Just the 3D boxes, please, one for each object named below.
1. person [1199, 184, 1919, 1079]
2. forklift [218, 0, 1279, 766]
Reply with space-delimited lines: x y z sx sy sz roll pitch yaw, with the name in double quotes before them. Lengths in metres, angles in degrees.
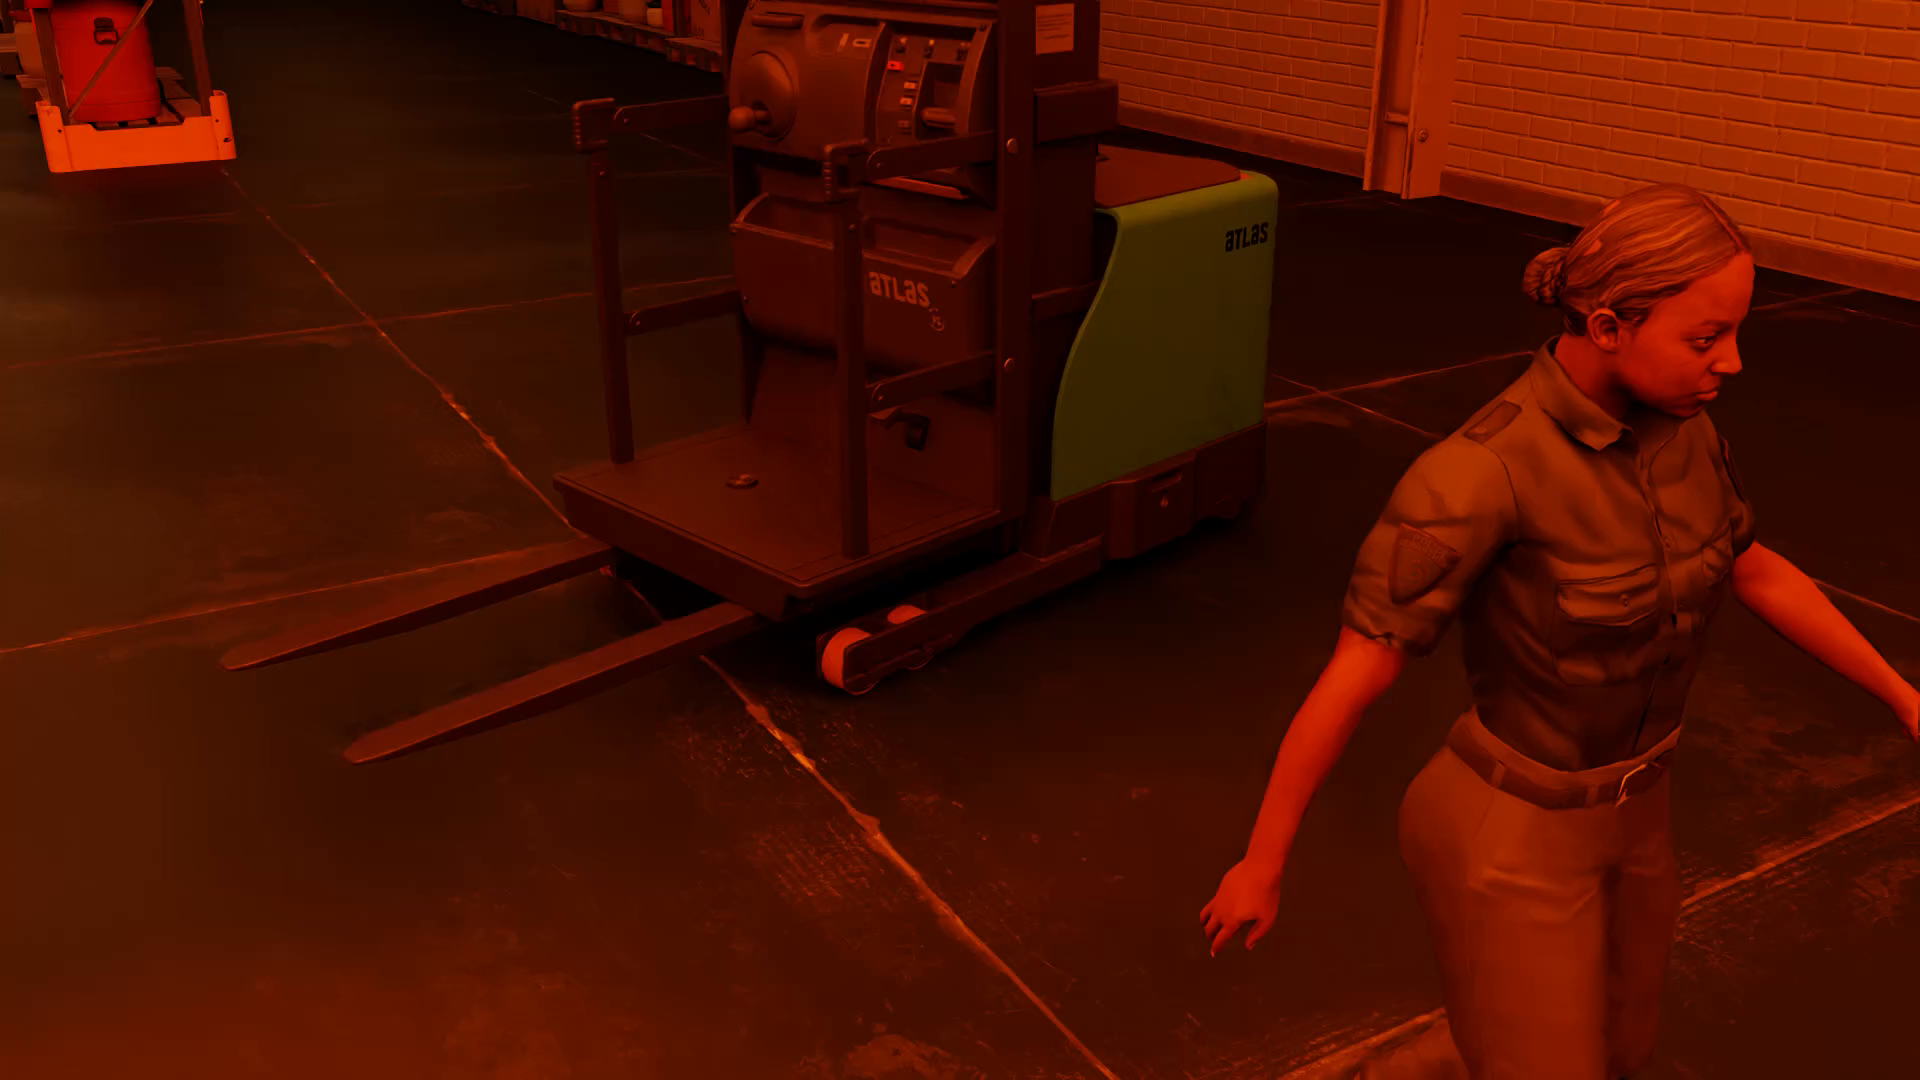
"person" 0.732 0.377 2.077 0.817 1.640 0.697 -16 27 -34
"forklift" -0.423 -1.187 4.166 1.130 2.935 3.031 21 30 41
